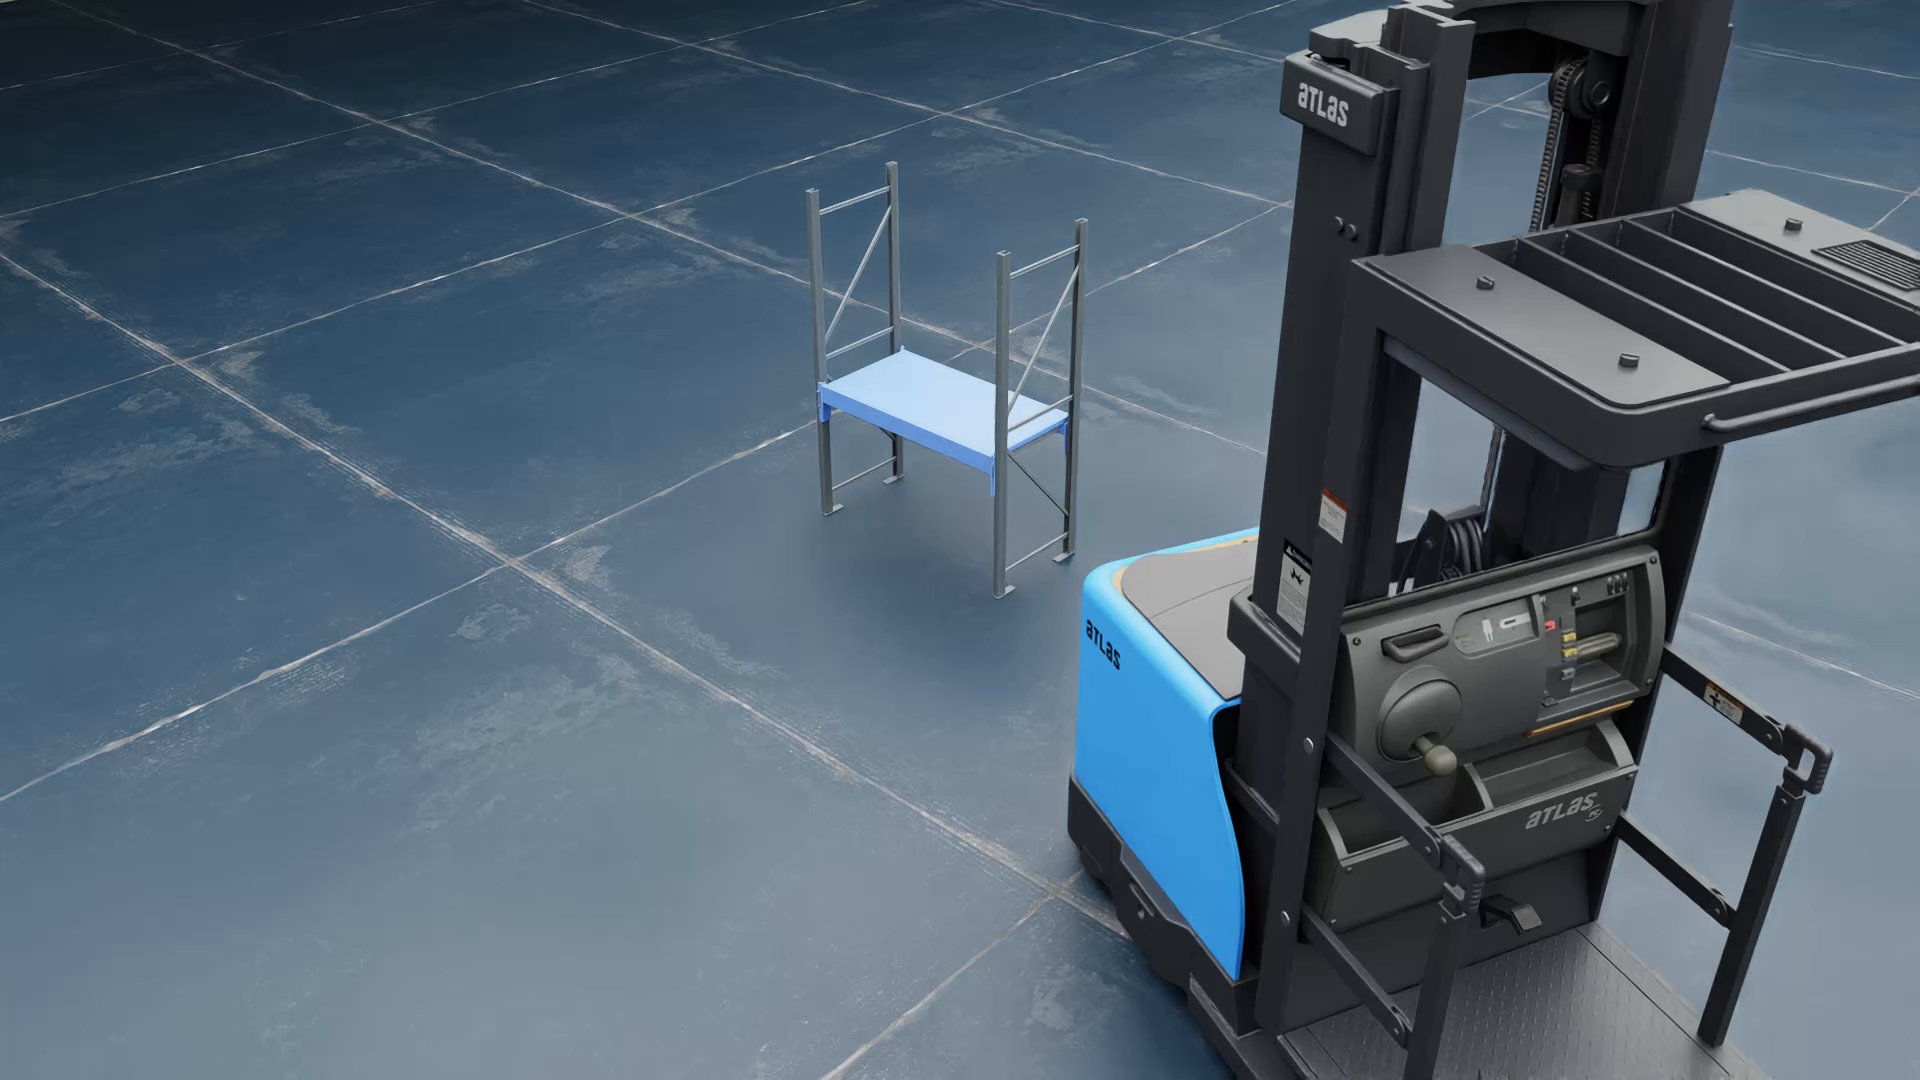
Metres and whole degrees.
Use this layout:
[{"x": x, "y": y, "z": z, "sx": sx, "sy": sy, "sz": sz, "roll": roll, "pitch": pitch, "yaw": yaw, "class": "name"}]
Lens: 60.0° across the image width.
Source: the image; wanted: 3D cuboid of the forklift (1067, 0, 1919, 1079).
[{"x": 1.410, "y": 0.343, "z": 3.838, "sx": 1.130, "sy": 2.935, "sz": 3.031, "roll": -13, "pitch": 33, "yaw": -20, "class": "forklift"}]

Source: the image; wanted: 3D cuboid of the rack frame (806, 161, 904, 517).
[{"x": -0.440, "y": -0.848, "z": 7.204, "sx": 0.032, "sy": 1.500, "sz": 0.500, "roll": 25, "pitch": 39, "yaw": 35, "class": "rack frame"}]

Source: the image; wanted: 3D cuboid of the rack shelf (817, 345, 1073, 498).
[{"x": -0.063, "y": -0.518, "z": 7.005, "sx": 1.000, "sy": 0.185, "sz": 0.538, "roll": 25, "pitch": 39, "yaw": 35, "class": "rack shelf"}]

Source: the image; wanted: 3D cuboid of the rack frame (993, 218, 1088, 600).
[{"x": 0.314, "y": -0.496, "z": 6.620, "sx": 0.032, "sy": 1.500, "sz": 0.500, "roll": 25, "pitch": 39, "yaw": 35, "class": "rack frame"}]

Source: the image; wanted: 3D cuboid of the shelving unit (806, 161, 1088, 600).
[{"x": -0.063, "y": -0.672, "z": 6.912, "sx": 1.048, "sy": 1.500, "sz": 0.538, "roll": 25, "pitch": 39, "yaw": 35, "class": "shelving unit"}]
